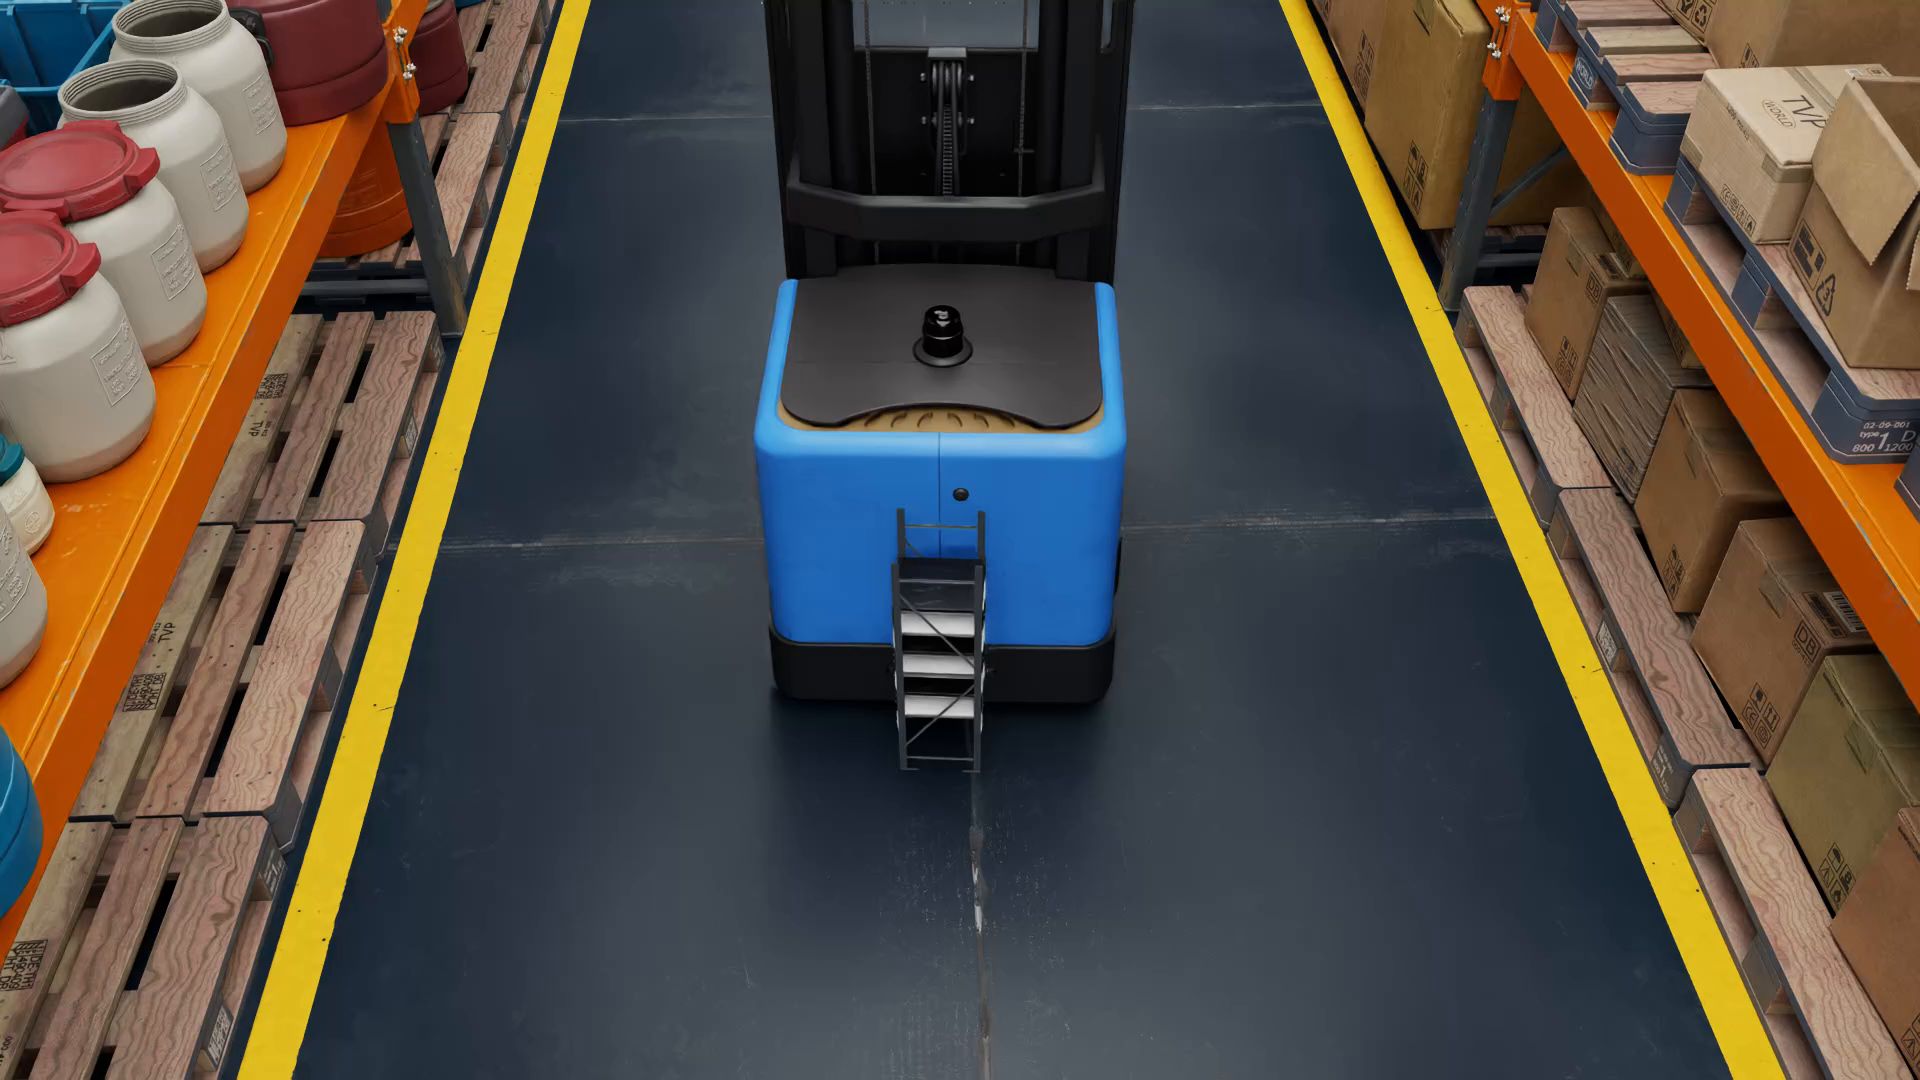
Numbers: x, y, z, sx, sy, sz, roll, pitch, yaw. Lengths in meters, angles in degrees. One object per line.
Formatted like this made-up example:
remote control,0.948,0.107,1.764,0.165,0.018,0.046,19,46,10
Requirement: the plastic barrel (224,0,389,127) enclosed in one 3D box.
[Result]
plastic barrel,-2.162,-1.685,5.268,0.600,0.536,0.708,-2,43,-2

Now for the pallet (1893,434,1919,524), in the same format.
pallet,2.747,0.169,3.487,1.003,0.211,1.213,-2,43,-2

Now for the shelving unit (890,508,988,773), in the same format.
shelving unit,-0.055,0.306,4.742,0.258,0.900,0.210,2,46,2

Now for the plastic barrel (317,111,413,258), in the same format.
plastic barrel,-2.522,-1.624,6.597,0.600,0.830,0.708,-2,43,-2

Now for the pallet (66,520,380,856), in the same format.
pallet,-2.441,0.434,5.120,1.003,0.211,1.213,-2,43,-2

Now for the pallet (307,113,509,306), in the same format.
pallet,-2.559,-1.443,7.168,1.003,0.211,1.213,-2,43,-2

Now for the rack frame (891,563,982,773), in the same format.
rack frame,-0.060,0.379,4.671,0.240,0.900,0.006,2,46,2

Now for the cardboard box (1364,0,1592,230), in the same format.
cardboard box,2.456,-1.920,6.886,1.225,0.875,0.875,-3,43,-4

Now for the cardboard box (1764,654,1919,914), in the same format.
cardboard box,2.628,0.640,4.356,0.700,0.500,0.500,-2,43,-2

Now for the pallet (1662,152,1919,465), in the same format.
pallet,2.590,-0.676,4.409,1.003,0.211,1.213,-2,43,-2

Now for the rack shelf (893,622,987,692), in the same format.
rack shelf,-0.055,0.330,4.765,0.258,0.077,0.200,2,46,2

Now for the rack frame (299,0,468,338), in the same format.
rack frame,-2.484,-1.940,5.646,1.000,3.000,0.127,-2,43,-2

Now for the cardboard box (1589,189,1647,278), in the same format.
cardboard box,2.523,-1.147,5.751,0.500,0.250,0.500,0,43,0

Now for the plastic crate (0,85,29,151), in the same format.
plastic crate,-2.721,-0.864,4.425,0.402,0.464,0.583,-2,43,-2

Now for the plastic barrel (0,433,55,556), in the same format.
plastic barrel,-2.217,-0.086,3.726,0.301,0.262,0.301,0,43,0

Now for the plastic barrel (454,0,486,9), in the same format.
plastic barrel,-2.618,-3.176,8.237,0.600,0.901,0.708,-2,43,-2

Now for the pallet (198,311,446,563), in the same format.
pallet,-2.490,-0.388,6.017,1.003,0.211,1.213,-2,43,-2

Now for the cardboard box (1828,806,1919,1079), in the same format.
cardboard box,2.630,0.963,4.004,0.700,0.500,0.500,-5,43,-5

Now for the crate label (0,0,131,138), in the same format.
crate label,-2.712,-1.274,4.894,0.502,0.435,0.616,-2,43,-2

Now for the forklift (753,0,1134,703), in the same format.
forklift,-0.028,-1.556,5.278,1.130,2.935,3.031,1,43,1

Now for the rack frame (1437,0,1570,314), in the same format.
rack frame,2.465,-2.082,5.801,1.000,3.000,0.127,-2,43,-2

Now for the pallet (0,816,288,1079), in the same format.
pallet,-2.386,1.260,4.220,1.003,0.211,1.213,-2,43,-2

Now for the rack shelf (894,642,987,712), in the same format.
rack shelf,-0.055,0.392,4.830,0.258,0.077,0.200,2,46,2

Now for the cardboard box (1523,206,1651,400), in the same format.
cardboard box,2.513,-0.871,6.004,0.700,0.500,0.500,-4,43,-4

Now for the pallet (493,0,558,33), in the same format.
pallet,-2.663,-3.090,8.965,1.003,0.211,1.213,-2,43,-2

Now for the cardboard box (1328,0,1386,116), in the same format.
cardboard box,2.426,-2.522,7.543,1.225,0.875,0.875,-2,43,-2

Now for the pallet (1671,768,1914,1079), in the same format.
pallet,2.600,1.121,4.371,1.003,0.211,1.213,-2,43,-2

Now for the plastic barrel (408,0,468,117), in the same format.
plastic barrel,-2.570,-2.298,7.511,0.600,0.588,0.708,-2,43,-2

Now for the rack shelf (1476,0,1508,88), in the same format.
rack shelf,2.380,-3.167,7.517,1.077,0.370,4.000,-2,43,-2

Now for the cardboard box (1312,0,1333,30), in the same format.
cardboard box,2.381,-3.119,8.194,1.225,0.875,0.875,-3,43,-3

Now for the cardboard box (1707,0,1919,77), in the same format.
cardboard box,2.651,-1.536,4.821,0.700,0.500,0.500,4,43,5

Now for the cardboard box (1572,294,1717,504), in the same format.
cardboard box,2.549,-0.497,5.596,0.700,0.500,0.500,-5,43,-5

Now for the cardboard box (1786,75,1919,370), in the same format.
cardboard box,2.468,-0.742,3.952,0.797,0.503,0.637,2,43,3

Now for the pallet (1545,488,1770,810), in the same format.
pallet,2.545,0.295,5.272,1.003,0.211,1.213,-2,43,-2

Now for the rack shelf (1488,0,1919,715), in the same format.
rack shelf,2.549,-0.466,4.571,1.077,0.370,4.000,-2,43,-2

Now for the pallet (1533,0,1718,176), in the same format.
pallet,2.601,-1.533,5.345,1.213,0.211,1.003,-2,43,-2

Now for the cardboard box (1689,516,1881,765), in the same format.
cardboard box,2.604,0.263,4.768,0.700,0.500,0.500,-5,43,-5

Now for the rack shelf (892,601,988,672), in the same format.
rack shelf,-0.055,0.267,4.701,0.258,0.077,0.200,2,46,2

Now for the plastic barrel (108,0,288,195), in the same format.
plastic barrel,-2.227,-1.293,4.857,0.421,0.512,0.421,0,43,0

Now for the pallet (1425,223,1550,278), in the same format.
pallet,2.506,-1.588,7.326,1.003,0.211,1.213,-2,43,-2

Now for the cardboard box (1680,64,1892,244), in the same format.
cardboard box,2.306,-1.043,4.468,0.500,0.250,0.500,-3,43,-3

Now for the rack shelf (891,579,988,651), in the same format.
rack shelf,-0.055,0.204,4.636,0.258,0.077,0.200,2,46,2

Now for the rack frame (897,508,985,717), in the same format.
rack frame,-0.050,0.234,4.812,0.240,0.900,0.006,2,46,2

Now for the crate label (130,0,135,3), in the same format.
crate label,-2.841,-1.583,5.381,0.303,0.233,0.416,-2,43,-2

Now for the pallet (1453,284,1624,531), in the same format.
pallet,2.496,-0.526,6.168,1.003,0.211,1.213,-2,43,-2

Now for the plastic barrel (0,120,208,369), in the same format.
plastic barrel,-2.185,-0.729,4.225,0.433,0.535,0.433,0,43,0

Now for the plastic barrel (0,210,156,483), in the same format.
plastic barrel,-2.167,-0.437,3.906,0.433,0.535,0.433,0,43,0

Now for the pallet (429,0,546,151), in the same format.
pallet,-2.608,-2.264,8.064,1.003,0.211,1.213,-2,43,-2

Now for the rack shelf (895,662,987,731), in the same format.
rack shelf,-0.054,0.455,4.895,0.258,0.077,0.200,2,46,2

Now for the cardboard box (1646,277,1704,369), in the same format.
cardboard box,2.556,-0.790,5.361,0.500,0.250,0.500,3,43,3

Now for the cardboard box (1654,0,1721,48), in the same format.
cardboard box,2.527,-1.910,5.229,0.500,0.500,0.500,-6,43,-7

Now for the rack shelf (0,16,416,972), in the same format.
rack shelf,-2.399,-0.324,4.416,1.077,0.370,4.000,-2,43,-2

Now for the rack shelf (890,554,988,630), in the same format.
rack shelf,-0.056,0.142,4.572,0.258,0.077,0.200,2,46,2

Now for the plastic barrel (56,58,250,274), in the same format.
plastic barrel,-2.209,-1.008,4.547,0.421,0.512,0.421,0,43,0

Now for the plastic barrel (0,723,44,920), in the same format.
plastic barrel,-2.028,0.306,2.825,0.600,0.901,0.708,-2,43,-2

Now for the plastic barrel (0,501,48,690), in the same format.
plastic barrel,-2.136,0.058,3.366,0.433,0.535,0.433,0,43,0

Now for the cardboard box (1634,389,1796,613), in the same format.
cardboard box,2.580,-0.114,5.179,0.700,0.500,0.500,2,43,2

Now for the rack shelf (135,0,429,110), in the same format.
rack shelf,-2.569,-3.025,7.362,1.077,0.370,4.000,-2,43,-2
